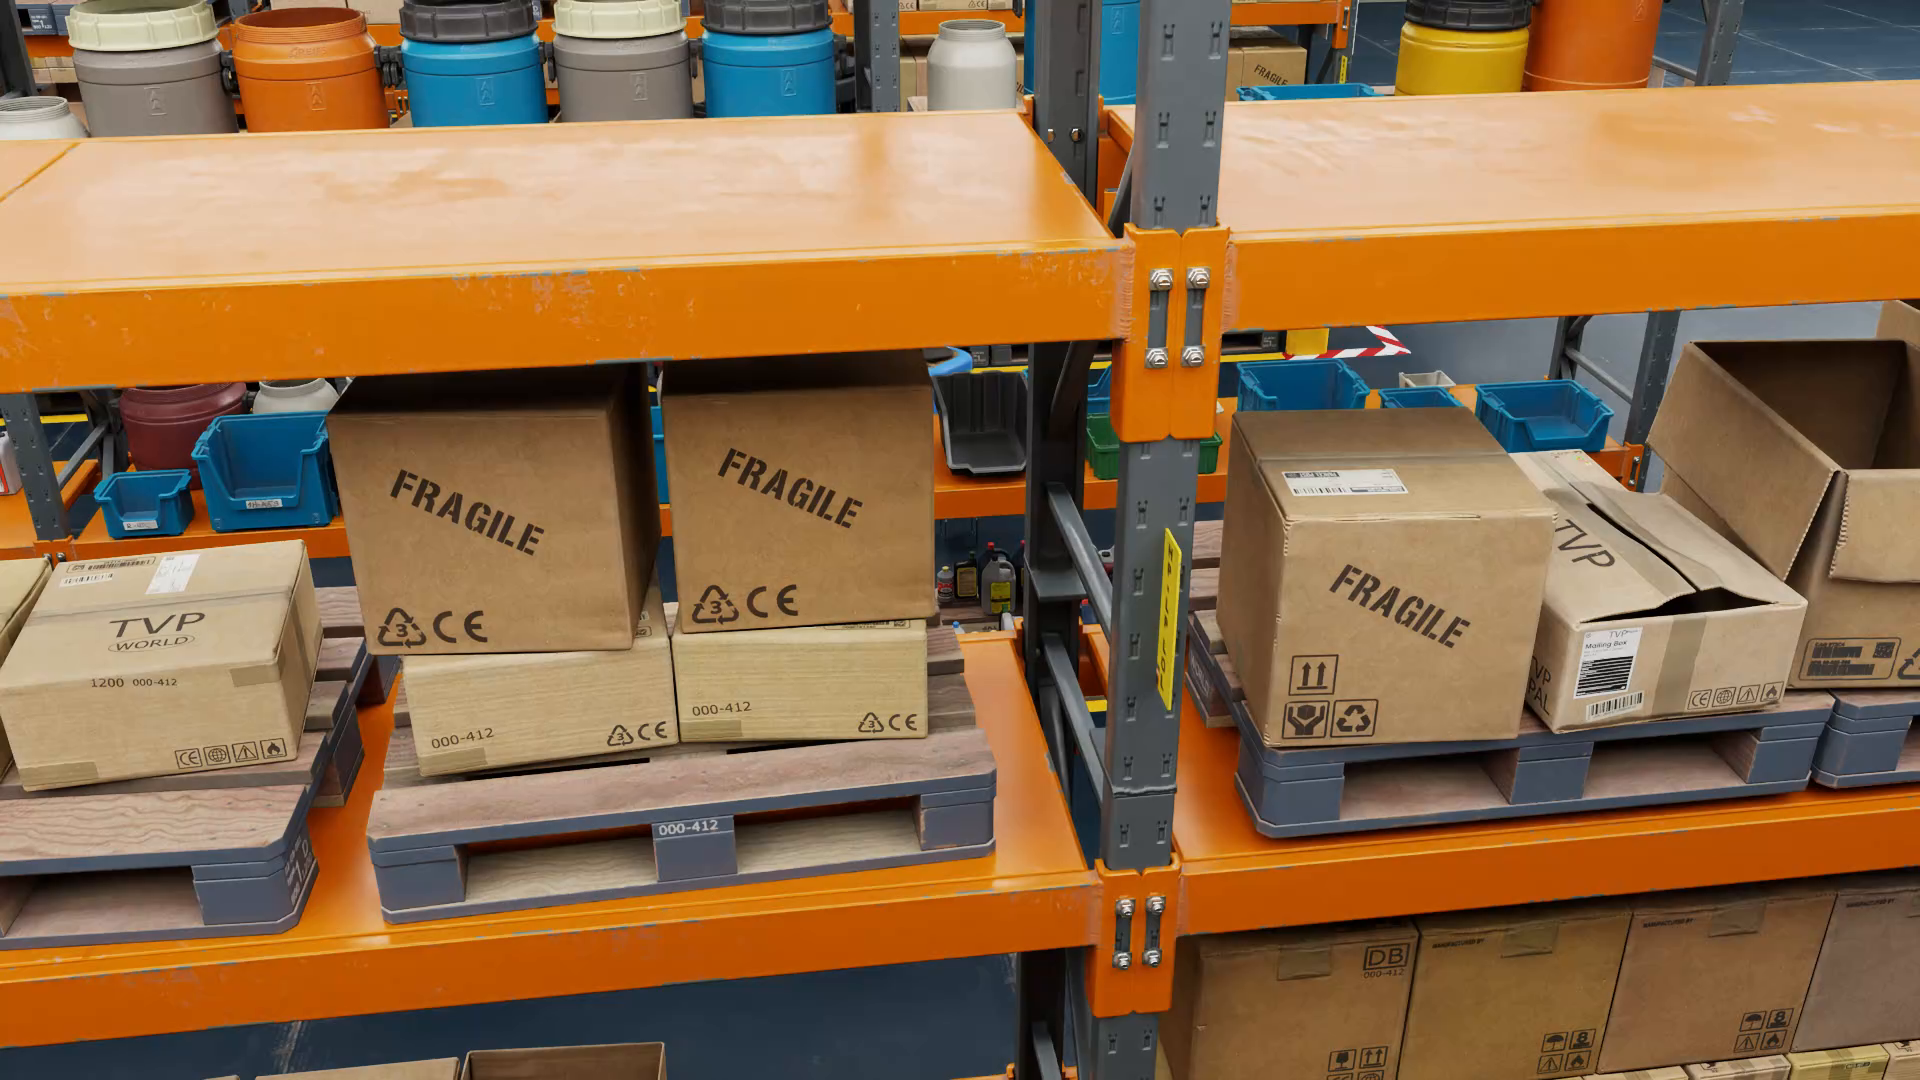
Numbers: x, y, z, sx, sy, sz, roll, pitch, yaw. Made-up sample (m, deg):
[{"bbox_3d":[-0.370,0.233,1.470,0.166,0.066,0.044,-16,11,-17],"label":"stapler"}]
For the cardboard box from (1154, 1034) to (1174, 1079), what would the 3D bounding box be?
[{"bbox_3d":[0.581,1.341,4.031,0.250,0.149,0.380,-4,27,-7],"label":"cardboard box"}]

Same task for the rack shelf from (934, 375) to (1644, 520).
[{"bbox_3d":[1.582,-0.443,9.116,4.000,0.370,1.077,-4,27,-7],"label":"rack shelf"}]

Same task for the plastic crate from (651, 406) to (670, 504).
[{"bbox_3d":[-1.447,-0.418,8.297,0.575,0.384,0.392,-4,27,-7],"label":"plastic crate"}]

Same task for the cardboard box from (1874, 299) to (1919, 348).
[{"bbox_3d":[2.566,-0.297,4.035,0.500,0.500,0.500,-4,27,-7],"label":"cardboard box"}]

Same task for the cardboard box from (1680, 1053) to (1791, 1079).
[{"bbox_3d":[1.857,1.257,4.194,0.250,0.149,0.380,-4,27,-9],"label":"cardboard box"}]

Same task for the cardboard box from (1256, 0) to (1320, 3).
[{"bbox_3d":[2.430,-4.252,12.629,0.500,0.250,0.500,-3,27,-6],"label":"cardboard box"}]

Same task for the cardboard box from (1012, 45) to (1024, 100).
[{"bbox_3d":[0.383,-3.474,12.705,0.500,0.500,0.500,-4,27,-7],"label":"cardboard box"}]

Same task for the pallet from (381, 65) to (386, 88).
[{"bbox_3d":[-6.331,-4.690,16.816,1.003,0.211,1.213,-4,27,-7],"label":"pallet"}]

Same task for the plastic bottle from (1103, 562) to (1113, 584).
[{"bbox_3d":[0.886,0.212,9.544,0.133,0.283,0.061,-4,27,-7],"label":"plastic bottle"}]

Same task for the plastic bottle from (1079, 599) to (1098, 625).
[{"bbox_3d":[0.646,0.471,8.966,0.185,0.351,0.144,-5,28,-9],"label":"plastic bottle"}]

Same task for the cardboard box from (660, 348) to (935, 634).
[{"bbox_3d":[-0.328,-0.163,3.380,0.500,0.500,0.500,-3,27,-6],"label":"cardboard box"}]

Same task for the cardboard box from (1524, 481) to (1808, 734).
[{"bbox_3d":[1.358,0.112,3.444,0.500,0.311,0.500,-5,28,-10],"label":"cardboard box"}]

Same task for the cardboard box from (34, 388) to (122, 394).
[{"bbox_3d":[-6.619,-1.774,12.790,0.875,0.875,1.225,-4,27,-7],"label":"cardboard box"}]

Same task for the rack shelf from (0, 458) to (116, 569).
[{"bbox_3d":[-6.340,0.066,8.124,4.000,0.370,1.077,-4,27,-7],"label":"rack shelf"}]

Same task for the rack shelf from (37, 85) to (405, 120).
[{"bbox_3d":[-7.621,-4.422,16.870,4.000,0.370,1.077,-4,27,-7],"label":"rack shelf"}]

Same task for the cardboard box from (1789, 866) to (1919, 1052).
[{"bbox_3d":[2.217,0.855,4.268,0.500,0.500,0.700,-4,27,-7],"label":"cardboard box"}]

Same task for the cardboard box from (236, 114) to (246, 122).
[{"bbox_3d":[-7.351,-4.285,17.273,0.500,0.250,0.500,-3,27,-7],"label":"cardboard box"}]

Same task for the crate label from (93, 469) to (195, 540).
[{"bbox_3d":[-3.890,-0.164,7.968,0.416,0.233,0.303,-4,27,-7],"label":"crate label"}]

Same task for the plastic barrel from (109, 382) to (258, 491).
[{"bbox_3d":[-3.942,-0.609,8.501,0.708,0.536,0.600,-4,27,-7],"label":"plastic barrel"}]

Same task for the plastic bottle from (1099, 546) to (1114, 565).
[{"bbox_3d":[0.870,0.168,9.639,0.135,0.276,0.152,-3,27,-6],"label":"plastic bottle"}]

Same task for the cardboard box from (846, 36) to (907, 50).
[{"bbox_3d":[-0.681,-3.650,13.047,0.500,0.500,0.500,-4,27,-7],"label":"cardboard box"}]

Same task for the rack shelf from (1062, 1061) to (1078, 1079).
[{"bbox_3d":[2.268,1.796,4.751,4.000,0.370,1.077,-4,27,-7],"label":"rack shelf"}]

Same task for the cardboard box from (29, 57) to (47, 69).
[{"bbox_3d":[-8.891,-4.657,16.029,0.250,0.149,0.380,-4,27,-8],"label":"cardboard box"}]

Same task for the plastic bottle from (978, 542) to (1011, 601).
[{"bbox_3d":[0.199,0.176,9.542,0.185,0.351,0.144,-4,27,-8],"label":"plastic bottle"}]

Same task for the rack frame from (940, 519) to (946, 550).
[{"bbox_3d":[-0.109,-0.393,10.531,0.006,0.900,0.240,-4,27,-7],"label":"rack frame"}]

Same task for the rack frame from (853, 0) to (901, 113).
[{"bbox_3d":[-0.398,-3.305,7.334,0.127,3.000,1.000,-4,27,-7],"label":"rack frame"}]

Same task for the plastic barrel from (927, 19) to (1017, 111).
[{"bbox_3d":[0.055,-2.146,7.778,0.421,0.512,0.421,0,27,0],"label":"plastic barrel"}]

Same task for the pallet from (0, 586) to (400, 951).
[{"bbox_3d":[-1.906,0.451,3.506,1.213,0.211,1.003,-2,27,-5],"label":"pallet"}]

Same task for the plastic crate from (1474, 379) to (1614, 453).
[{"bbox_3d":[3.109,-0.657,8.908,0.616,0.251,0.499,-4,27,-7],"label":"plastic crate"}]

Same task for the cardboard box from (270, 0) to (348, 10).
[{"bbox_3d":[-4.549,-3.803,11.755,0.500,0.250,0.500,-3,27,-6],"label":"cardboard box"}]

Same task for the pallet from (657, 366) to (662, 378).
[{"bbox_3d":[-1.859,-1.584,13.606,1.213,0.211,1.003,-4,27,-7],"label":"pallet"}]

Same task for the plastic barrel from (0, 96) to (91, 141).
[{"bbox_3d":[-4.009,-1.647,7.266,0.421,0.512,0.421,0,27,0],"label":"plastic barrel"}]

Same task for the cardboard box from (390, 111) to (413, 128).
[{"bbox_3d":[-3.981,-2.985,12.712,0.500,0.500,0.700,0,27,1],"label":"cardboard box"}]

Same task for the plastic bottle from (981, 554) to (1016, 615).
[{"bbox_3d":[0.219,0.241,9.415,0.185,0.351,0.144,-4,27,-7],"label":"plastic bottle"}]

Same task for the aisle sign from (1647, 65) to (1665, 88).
[{"bbox_3d":[3.593,-2.184,8.873,0.004,0.787,0.394,-4,27,-7],"label":"aisle sign"}]

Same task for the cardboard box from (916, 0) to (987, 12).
[{"bbox_3d":[-0.084,-4.092,12.317,0.500,0.250,0.500,-4,27,-8],"label":"cardboard box"}]

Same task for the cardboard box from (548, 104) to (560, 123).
[{"bbox_3d":[-4.160,-4.110,17.479,0.750,0.750,1.050,-3,27,-6],"label":"cardboard box"}]

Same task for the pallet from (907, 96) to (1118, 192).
[{"bbox_3d":[0.302,-1.977,8.238,1.003,0.211,1.213,-4,27,-7],"label":"pallet"}]

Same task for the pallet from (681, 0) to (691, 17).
[{"bbox_3d":[-1.715,-4.135,12.443,1.003,0.211,1.213,-4,27,-7],"label":"pallet"}]

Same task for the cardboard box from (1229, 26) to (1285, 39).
[{"bbox_3d":[2.290,-3.839,13.416,0.500,0.500,0.500,-4,27,-7],"label":"cardboard box"}]

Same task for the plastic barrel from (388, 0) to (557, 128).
[{"bbox_3d":[-2.167,-1.980,7.488,0.708,0.901,0.600,-4,27,-7],"label":"plastic barrel"}]

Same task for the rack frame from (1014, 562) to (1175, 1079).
[{"bbox_3d":[0.288,1.603,4.339,0.127,3.000,1.000,-4,27,-7],"label":"rack frame"}]

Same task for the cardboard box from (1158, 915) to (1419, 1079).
[{"bbox_3d":[0.727,0.951,4.081,0.500,0.500,0.700,-4,27,-7],"label":"cardboard box"}]

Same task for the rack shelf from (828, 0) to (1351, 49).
[{"bbox_3d":[0.892,-4.017,12.795,4.000,0.370,1.077,-4,27,-7],"label":"rack shelf"}]

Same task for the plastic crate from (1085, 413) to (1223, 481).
[{"bbox_3d":[0.985,-0.500,8.672,0.662,0.188,0.450,-4,27,-7],"label":"plastic crate"}]

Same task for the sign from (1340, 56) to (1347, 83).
[{"bbox_3d":[2.930,-3.533,12.735,0.005,0.325,0.100,-4,27,-7],"label":"sign"}]

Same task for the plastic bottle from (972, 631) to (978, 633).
[{"bbox_3d":[0.079,0.585,8.908,0.097,0.201,0.097,0,27,0],"label":"plastic bottle"}]

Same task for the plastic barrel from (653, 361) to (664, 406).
[{"bbox_3d":[-1.376,-0.735,8.747,0.433,0.535,0.433,0,27,0],"label":"plastic barrel"}]

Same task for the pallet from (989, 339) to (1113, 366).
[{"bbox_3d":[0.782,-1.772,13.973,1.213,0.211,1.003,-4,27,-7],"label":"pallet"}]

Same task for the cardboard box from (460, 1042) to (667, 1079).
[{"bbox_3d":[-0.996,1.634,4.170,0.500,0.500,0.500,-2,27,-3],"label":"cardboard box"}]

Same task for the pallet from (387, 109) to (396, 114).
[{"bbox_3d":[-7.221,-5.844,21.908,1.213,0.211,1.003,-4,27,-7],"label":"pallet"}]

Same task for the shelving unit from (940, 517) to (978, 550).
[{"bbox_3d":[-0.008,-0.400,10.544,0.210,0.900,0.258,-4,27,-7],"label":"shelving unit"}]

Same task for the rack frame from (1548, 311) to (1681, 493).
[{"bbox_3d":[3.563,-0.890,9.200,0.127,3.000,1.000,-4,27,-7],"label":"rack frame"}]

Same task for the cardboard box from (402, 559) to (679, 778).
[{"bbox_3d":[-0.867,0.220,3.454,0.500,0.250,0.500,-6,28,-12],"label":"cardboard box"}]

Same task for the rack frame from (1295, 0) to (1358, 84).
[{"bbox_3d":[2.873,-3.129,13.563,0.127,3.000,1.000,-4,27,-7],"label":"rack frame"}]

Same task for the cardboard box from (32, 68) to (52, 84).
[{"bbox_3d":[-8.873,-4.527,16.103,0.250,0.149,0.380,-3,27,-6],"label":"cardboard box"}]

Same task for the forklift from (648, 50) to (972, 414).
[{"bbox_3d":[-1.383,-1.802,11.051,3.031,2.935,1.130,19,33,33],"label":"forklift"}]

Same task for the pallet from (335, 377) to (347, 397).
[{"bbox_3d":[-4.275,-1.429,13.304,1.213,0.211,1.003,-4,27,-7],"label":"pallet"}]
